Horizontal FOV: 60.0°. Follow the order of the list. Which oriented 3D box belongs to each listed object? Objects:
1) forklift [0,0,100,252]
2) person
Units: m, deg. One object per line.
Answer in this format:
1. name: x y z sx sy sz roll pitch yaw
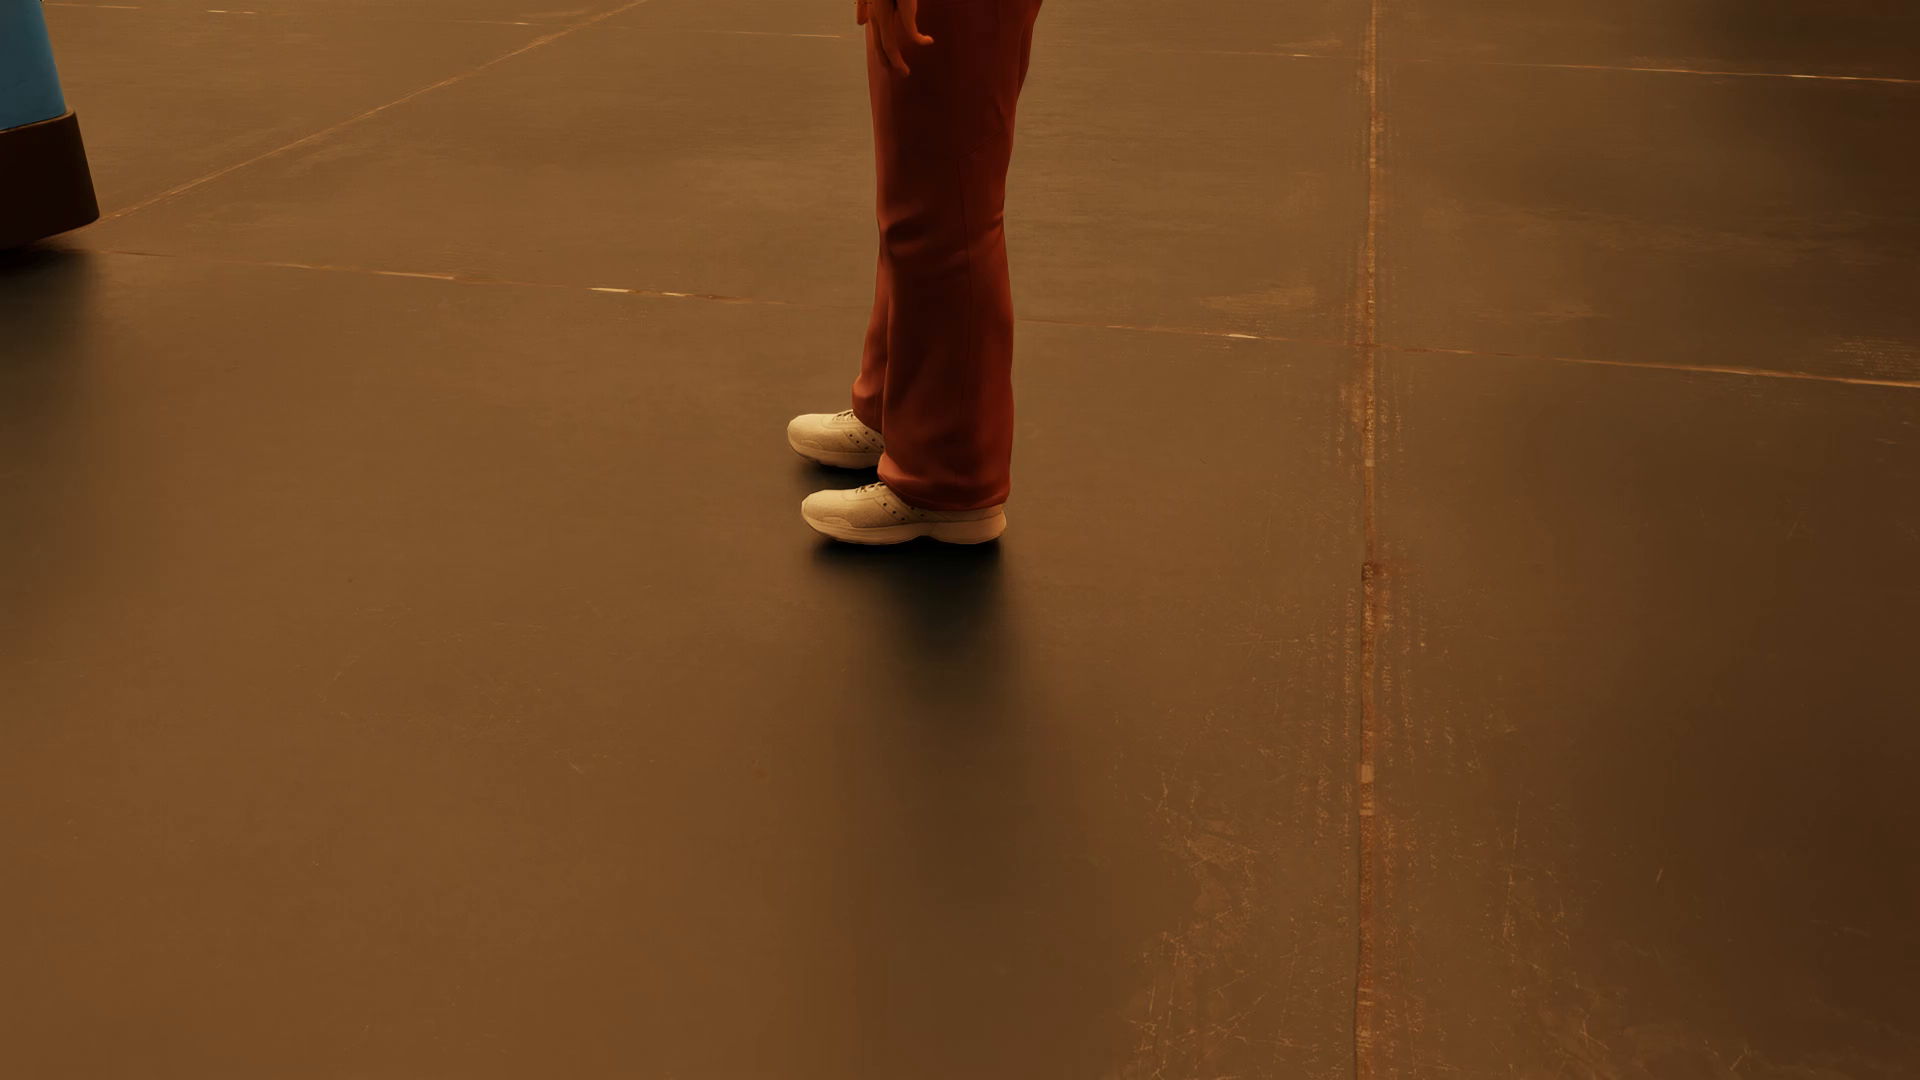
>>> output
1. forklift: -3.523 -2.056 3.322 3.031 2.935 1.130 12 29 22
2. person: -0.069 -0.767 2.144 0.549 1.675 0.553 6 27 11
